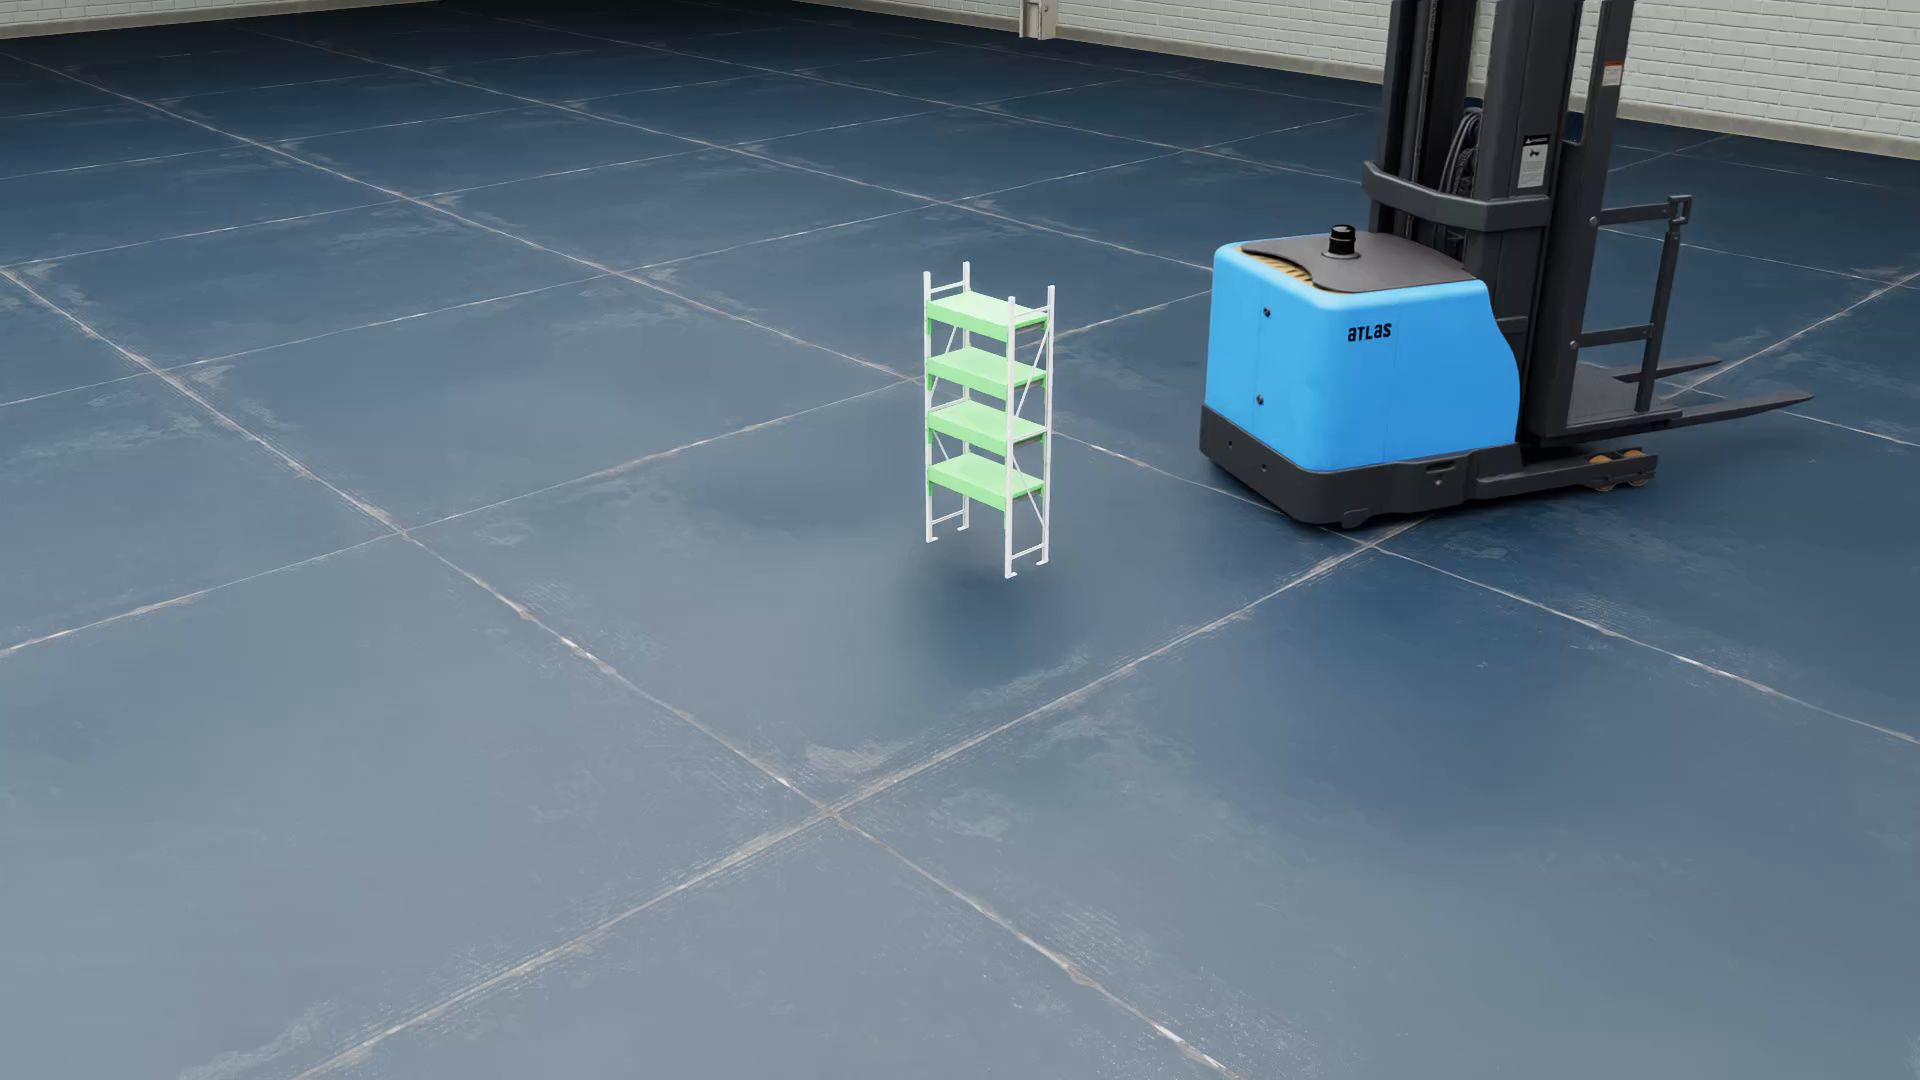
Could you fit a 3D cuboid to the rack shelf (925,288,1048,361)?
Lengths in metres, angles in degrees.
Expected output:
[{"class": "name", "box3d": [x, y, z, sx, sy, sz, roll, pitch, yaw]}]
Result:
[{"class": "rack shelf", "box3d": [0.113, -0.874, 6.718, 0.258, 0.148, 0.480, -21, 32, -38]}]

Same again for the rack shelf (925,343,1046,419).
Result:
[{"class": "rack shelf", "box3d": [0.113, -0.656, 6.818, 0.258, 0.148, 0.480, -21, 32, -38]}]

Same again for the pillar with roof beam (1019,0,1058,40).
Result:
[{"class": "pillar with roof beam", "box3d": [-2.132, -9.373, 16.954, 9.100, 9.000, 0.400, -21, 32, -38]}]

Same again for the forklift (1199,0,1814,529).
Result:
[{"class": "forklift", "box3d": [2.725, -1.751, 7.558, 3.031, 2.935, 1.130, -9, 26, -19]}]

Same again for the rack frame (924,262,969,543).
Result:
[{"class": "rack frame", "box3d": [-0.054, -0.570, 7.053, 0.240, 1.200, 0.015, -21, 32, -38]}]

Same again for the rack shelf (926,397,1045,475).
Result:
[{"class": "rack shelf", "box3d": [0.113, -0.438, 6.918, 0.258, 0.148, 0.480, -21, 32, -38]}]

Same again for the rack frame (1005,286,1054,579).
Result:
[{"class": "rack frame", "box3d": [0.280, -0.422, 6.729, 0.240, 1.200, 0.015, -21, 32, -38]}]

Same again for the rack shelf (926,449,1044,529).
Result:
[{"class": "rack shelf", "box3d": [0.113, -0.219, 7.017, 0.258, 0.148, 0.480, -21, 32, -38]}]

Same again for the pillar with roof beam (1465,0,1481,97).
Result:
[{"class": "pillar with roof beam", "box3d": [1.969, -7.555, 12.970, 9.100, 9.000, 0.400, -21, 32, -38]}]

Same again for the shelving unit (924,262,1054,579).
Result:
[{"class": "shelving unit", "box3d": [0.113, -0.496, 6.891, 0.258, 1.200, 0.503, -21, 32, -38]}]
